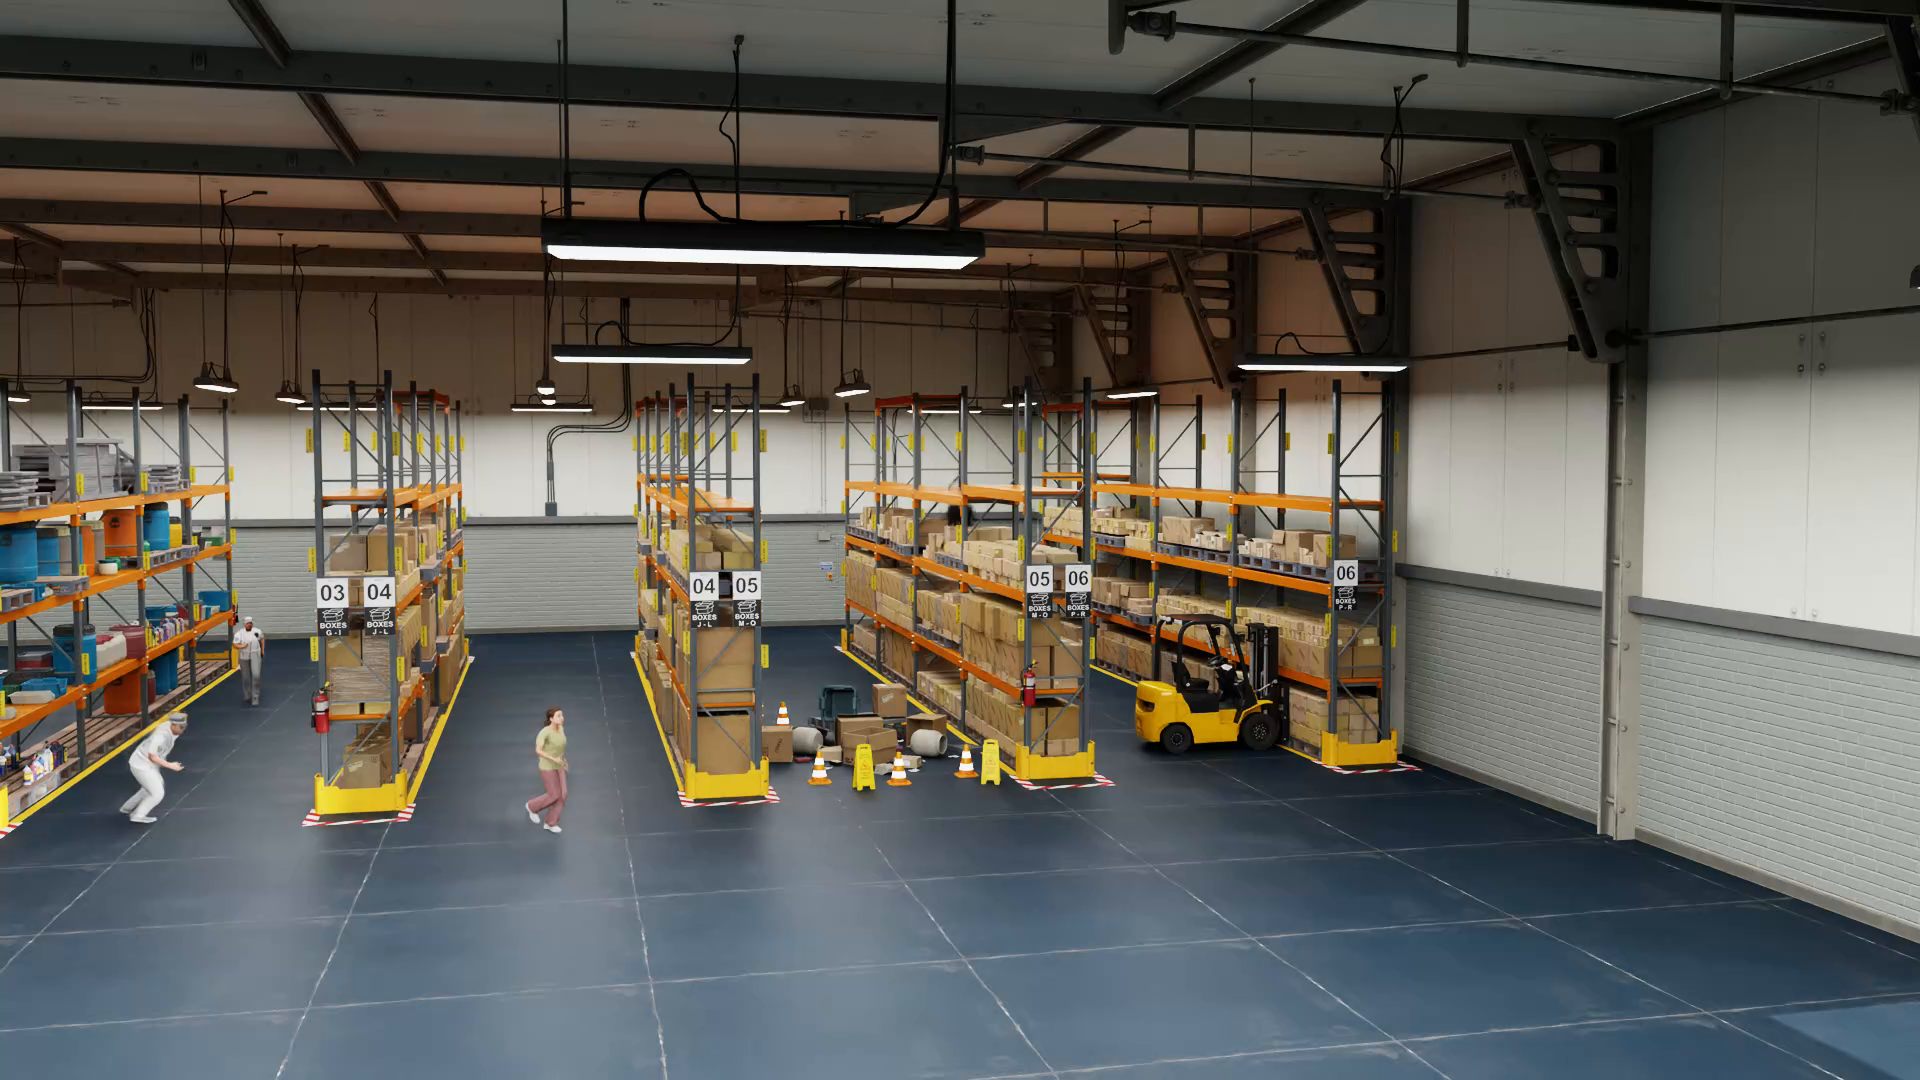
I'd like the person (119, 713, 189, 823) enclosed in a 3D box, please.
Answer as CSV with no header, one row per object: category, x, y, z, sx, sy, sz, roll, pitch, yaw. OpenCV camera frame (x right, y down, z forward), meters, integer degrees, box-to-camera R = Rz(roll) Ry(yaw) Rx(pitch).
person,-10.639,3.014,21.939,0.945,1.468,0.704,-1,3,-13

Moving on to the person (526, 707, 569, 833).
person,-5.299,2.964,21.496,0.725,1.640,0.571,2,4,26

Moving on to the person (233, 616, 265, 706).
person,-13.695,2.322,32.043,0.557,1.724,0.842,-1,4,-21
